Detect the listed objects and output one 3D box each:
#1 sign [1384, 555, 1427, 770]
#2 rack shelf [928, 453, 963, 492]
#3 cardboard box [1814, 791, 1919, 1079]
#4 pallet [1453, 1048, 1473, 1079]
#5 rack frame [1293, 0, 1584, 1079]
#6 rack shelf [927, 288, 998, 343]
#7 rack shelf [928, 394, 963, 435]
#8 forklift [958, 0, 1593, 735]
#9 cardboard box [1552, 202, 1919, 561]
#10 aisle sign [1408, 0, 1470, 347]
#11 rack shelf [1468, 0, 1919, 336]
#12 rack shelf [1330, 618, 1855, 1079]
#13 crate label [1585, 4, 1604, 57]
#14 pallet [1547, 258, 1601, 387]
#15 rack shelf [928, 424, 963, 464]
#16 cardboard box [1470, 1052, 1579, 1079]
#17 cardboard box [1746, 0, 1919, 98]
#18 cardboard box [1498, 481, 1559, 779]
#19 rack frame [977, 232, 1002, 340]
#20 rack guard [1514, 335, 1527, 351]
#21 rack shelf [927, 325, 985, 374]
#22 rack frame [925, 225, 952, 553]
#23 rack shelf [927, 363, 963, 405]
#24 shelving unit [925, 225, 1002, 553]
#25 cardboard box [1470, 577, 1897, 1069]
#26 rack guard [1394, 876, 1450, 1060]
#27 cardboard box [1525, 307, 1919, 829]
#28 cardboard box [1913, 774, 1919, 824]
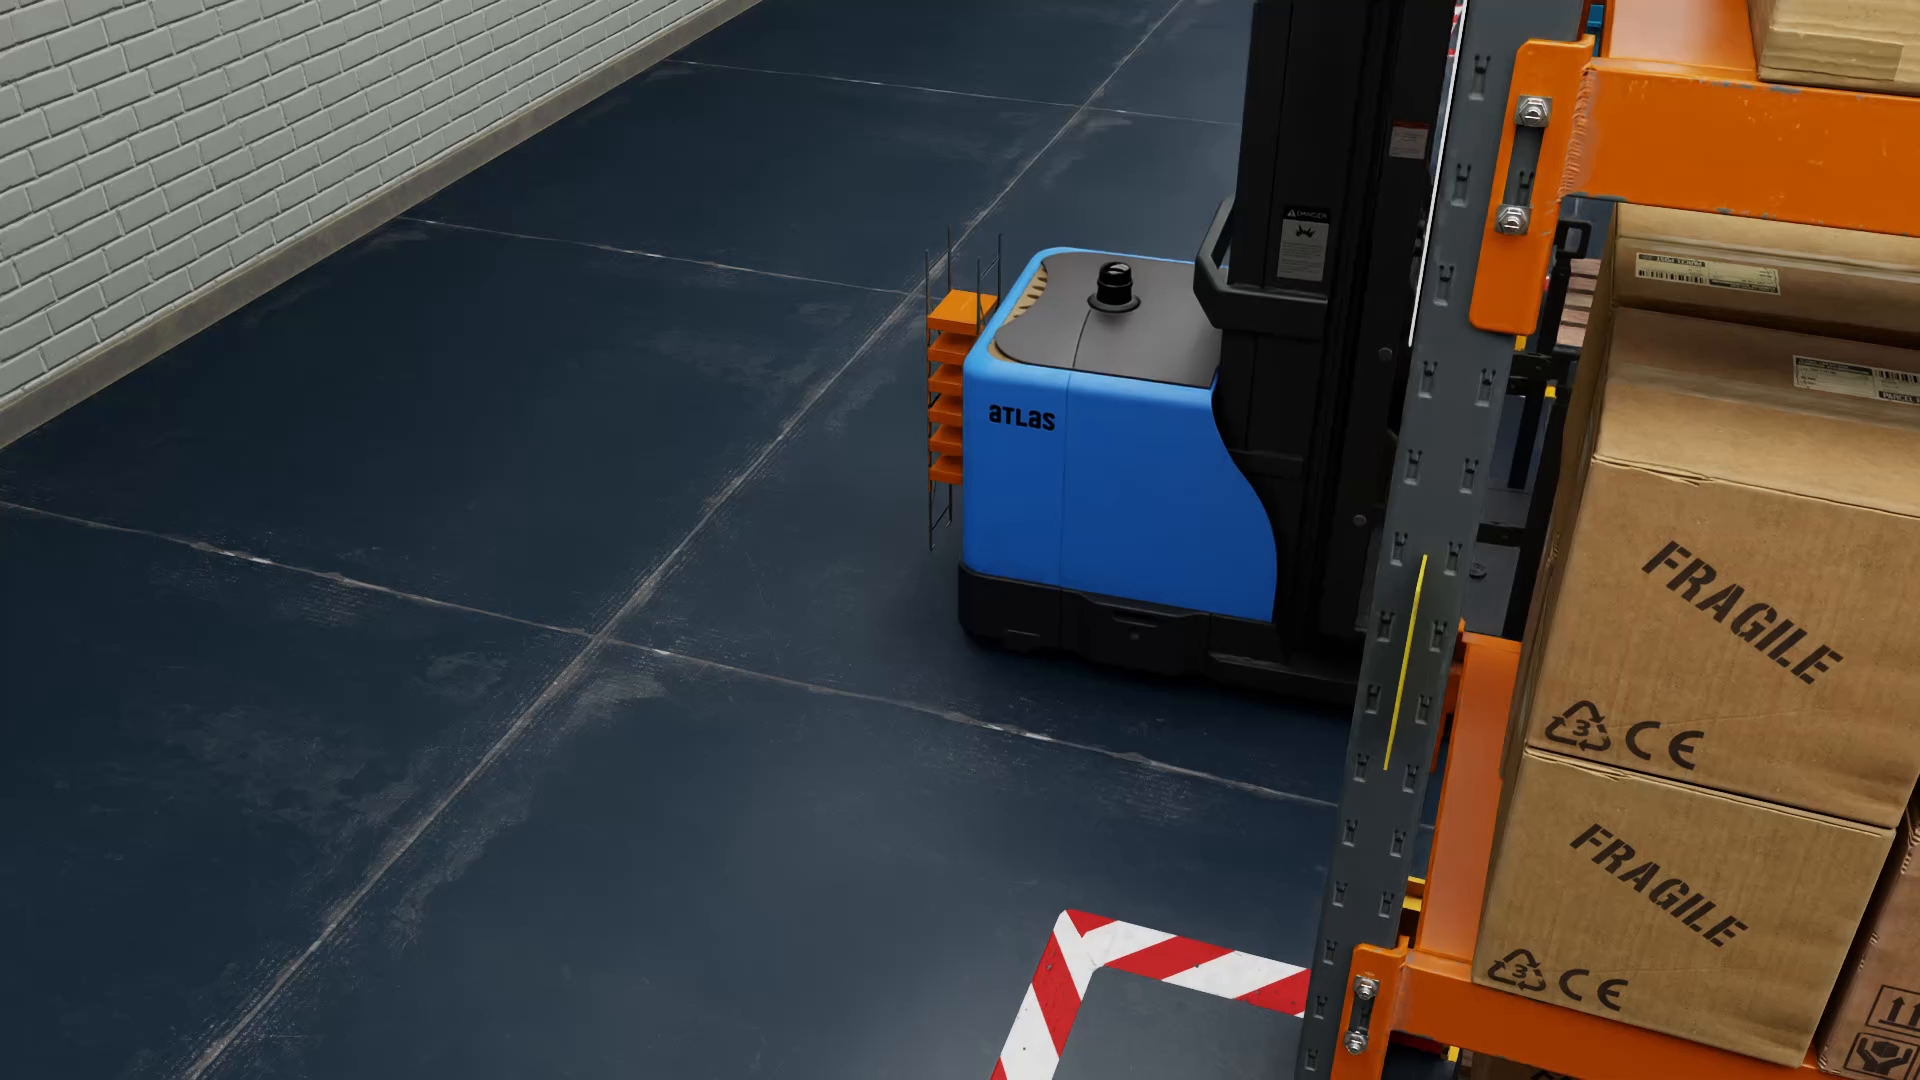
[{"bbox_3d":[0.645,0.180,2.408,0.005,0.325,0.100,11,34,16],"label":"sign"},{"bbox_3d":[0.014,-0.262,6.075,0.180,0.103,0.258,11,34,16],"label":"rack shelf"},{"bbox_3d":[1.644,0.532,2.568,0.500,0.500,0.500,11,34,16],"label":"cardboard box"},{"bbox_3d":[1.650,1.597,3.582,1.213,0.211,1.003,11,34,16],"label":"pallet"},{"bbox_3d":[0.827,0.266,3.072,0.127,3.000,1.000,11,34,16],"label":"rack frame"},{"bbox_3d":[0.014,-0.767,5.749,0.180,0.103,0.258,11,34,16],"label":"rack shelf"},{"bbox_3d":[0.014,-0.464,5.945,0.180,0.103,0.258,11,34,16],"label":"rack shelf"},{"bbox_3d":[1.569,-0.902,4.945,3.031,2.935,1.130,9,34,14],"label":"forklift"},{"bbox_3d":[1.339,-0.255,2.865,0.500,0.500,0.500,11,34,16],"label":"cardboard box"},{"bbox_3d":[0.664,-0.688,2.154,0.004,0.787,0.394,11,34,16],"label":"aisle sign"},{"bbox_3d":[2.710,-0.326,1.887,4.000,0.370,1.077,11,34,16],"label":"rack shelf"},{"bbox_3d":[2.710,0.935,2.700,4.000,0.370,1.077,11,34,16],"label":"rack shelf"},{"bbox_3d":[2.623,-2.004,6.687,0.303,0.233,0.416,11,34,16],"label":"crate label"},{"bbox_3d":[3.265,-0.920,7.480,1.213,0.211,1.003,11,34,16],"label":"pallet"},{"bbox_3d":[0.014,-0.363,6.010,0.180,0.103,0.258,11,34,16],"label":"rack shelf"},{"bbox_3d":[1.422,1.105,3.671,0.500,0.500,0.500,11,34,16],"label":"cardboard box"},{"bbox_3d":[1.225,-0.707,1.952,0.500,0.250,0.500,11,34,16],"label":"cardboard box"},{"bbox_3d":[1.341,0.167,3.133,0.500,0.500,0.500,12,35,18],"label":"cardboard box"},{"bbox_3d":[0.100,-0.485,5.895,0.006,1.200,0.240,11,34,16],"label":"rack frame"},{"bbox_3d":[2.475,-1.210,7.663,0.348,0.500,1.175,11,34,16],"label":"rack guard"},{"bbox_3d":[0.014,-0.666,5.814,0.180,0.103,0.258,11,34,16],"label":"rack shelf"},{"bbox_3d":[-0.073,-0.518,5.946,0.006,1.200,0.240,11,34,16],"label":"rack frame"},{"bbox_3d":[0.014,-0.565,5.879,0.180,0.103,0.258,11,34,16],"label":"rack shelf"},{"bbox_3d":[0.014,-0.501,5.920,0.189,1.200,0.258,11,34,16],"label":"shelving unit"},{"bbox_3d":[1.156,0.440,2.711,0.500,0.500,0.500,12,35,17],"label":"cardboard box"},{"bbox_3d":[0.899,1.330,3.728,0.348,0.500,1.175,11,34,16],"label":"rack guard"},{"bbox_3d":[1.156,0.020,2.439,0.500,0.500,0.500,12,35,18],"label":"cardboard box"},{"bbox_3d":[1.651,0.112,2.297,0.500,0.500,0.500,11,35,17],"label":"cardboard box"}]
